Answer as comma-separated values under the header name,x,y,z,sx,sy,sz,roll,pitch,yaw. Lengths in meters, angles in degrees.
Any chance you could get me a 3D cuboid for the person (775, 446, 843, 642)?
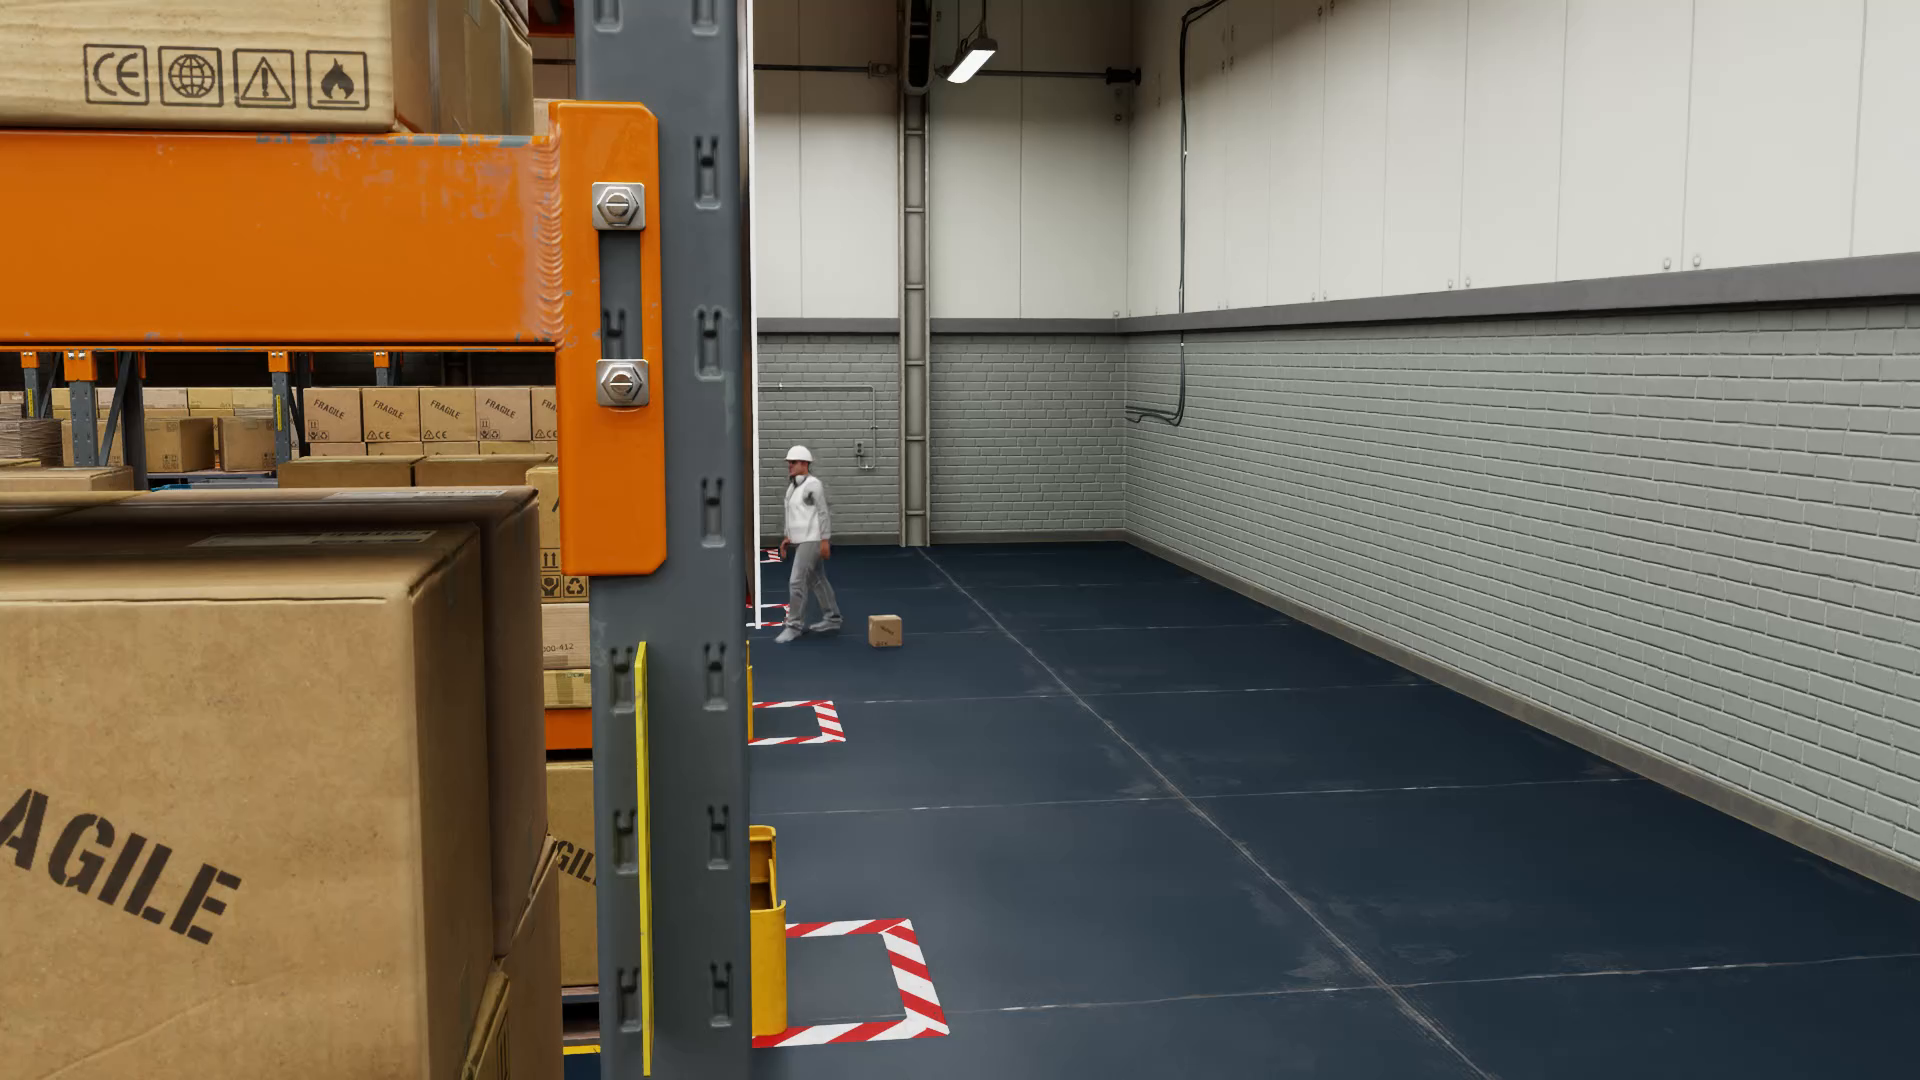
name,x,y,z,sx,sy,sz,roll,pitch,yaw
person,-1.438,0.020,15.458,0.732,1.788,0.537,-3,7,-24
